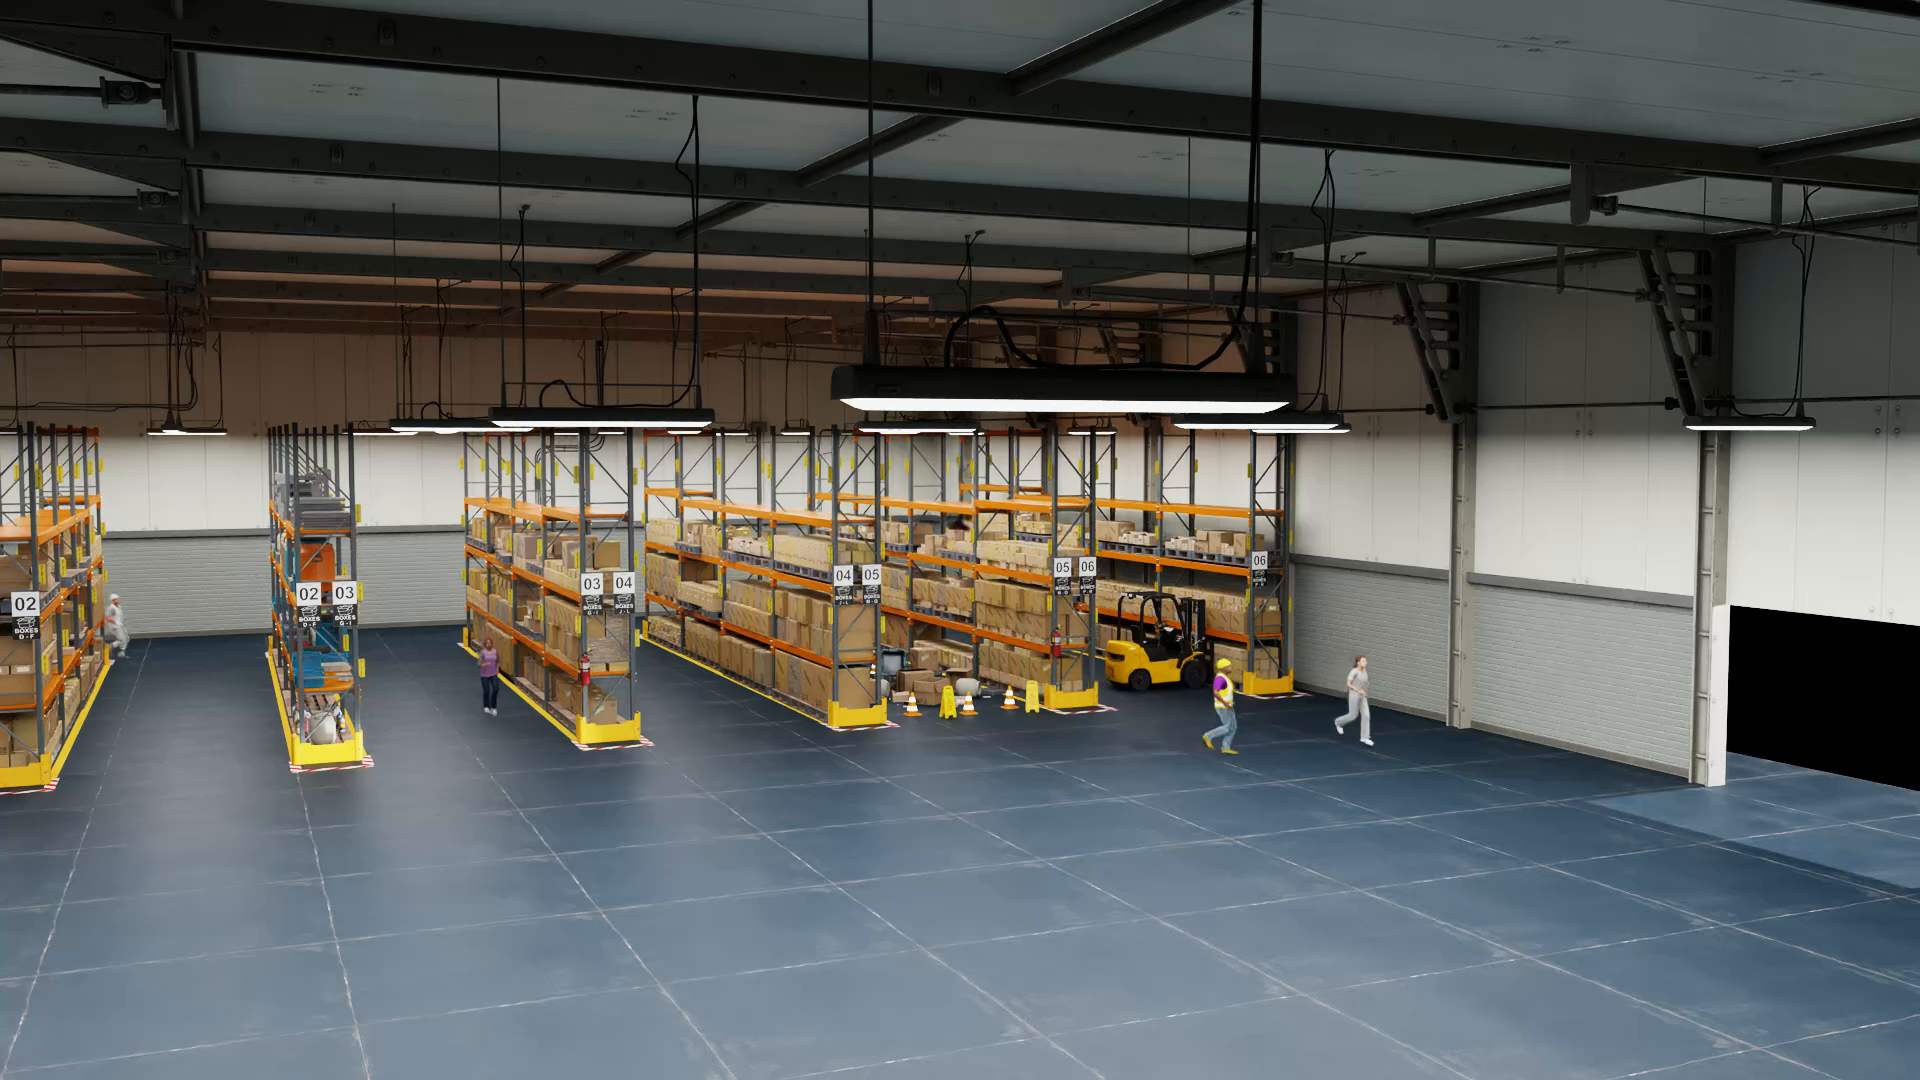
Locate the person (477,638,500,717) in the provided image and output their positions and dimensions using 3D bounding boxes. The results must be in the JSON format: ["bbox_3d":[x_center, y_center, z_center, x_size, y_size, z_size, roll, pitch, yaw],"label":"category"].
[{"bbox_3d":[-9.692,2.831,34.280,0.514,1.631,0.653,-2,4,-27],"label":"person"}]

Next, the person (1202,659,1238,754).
[{"bbox_3d":[4.738,3.019,30.185,0.642,1.734,0.710,1,4,19],"label":"person"}]

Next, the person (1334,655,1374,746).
[{"bbox_3d":[7.469,2.983,31.347,0.587,1.662,0.961,-3,4,-38],"label":"person"}]

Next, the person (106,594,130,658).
[{"bbox_3d":[-21.912,2.247,43.121,0.580,1.707,0.667,-1,4,-12],"label":"person"}]
